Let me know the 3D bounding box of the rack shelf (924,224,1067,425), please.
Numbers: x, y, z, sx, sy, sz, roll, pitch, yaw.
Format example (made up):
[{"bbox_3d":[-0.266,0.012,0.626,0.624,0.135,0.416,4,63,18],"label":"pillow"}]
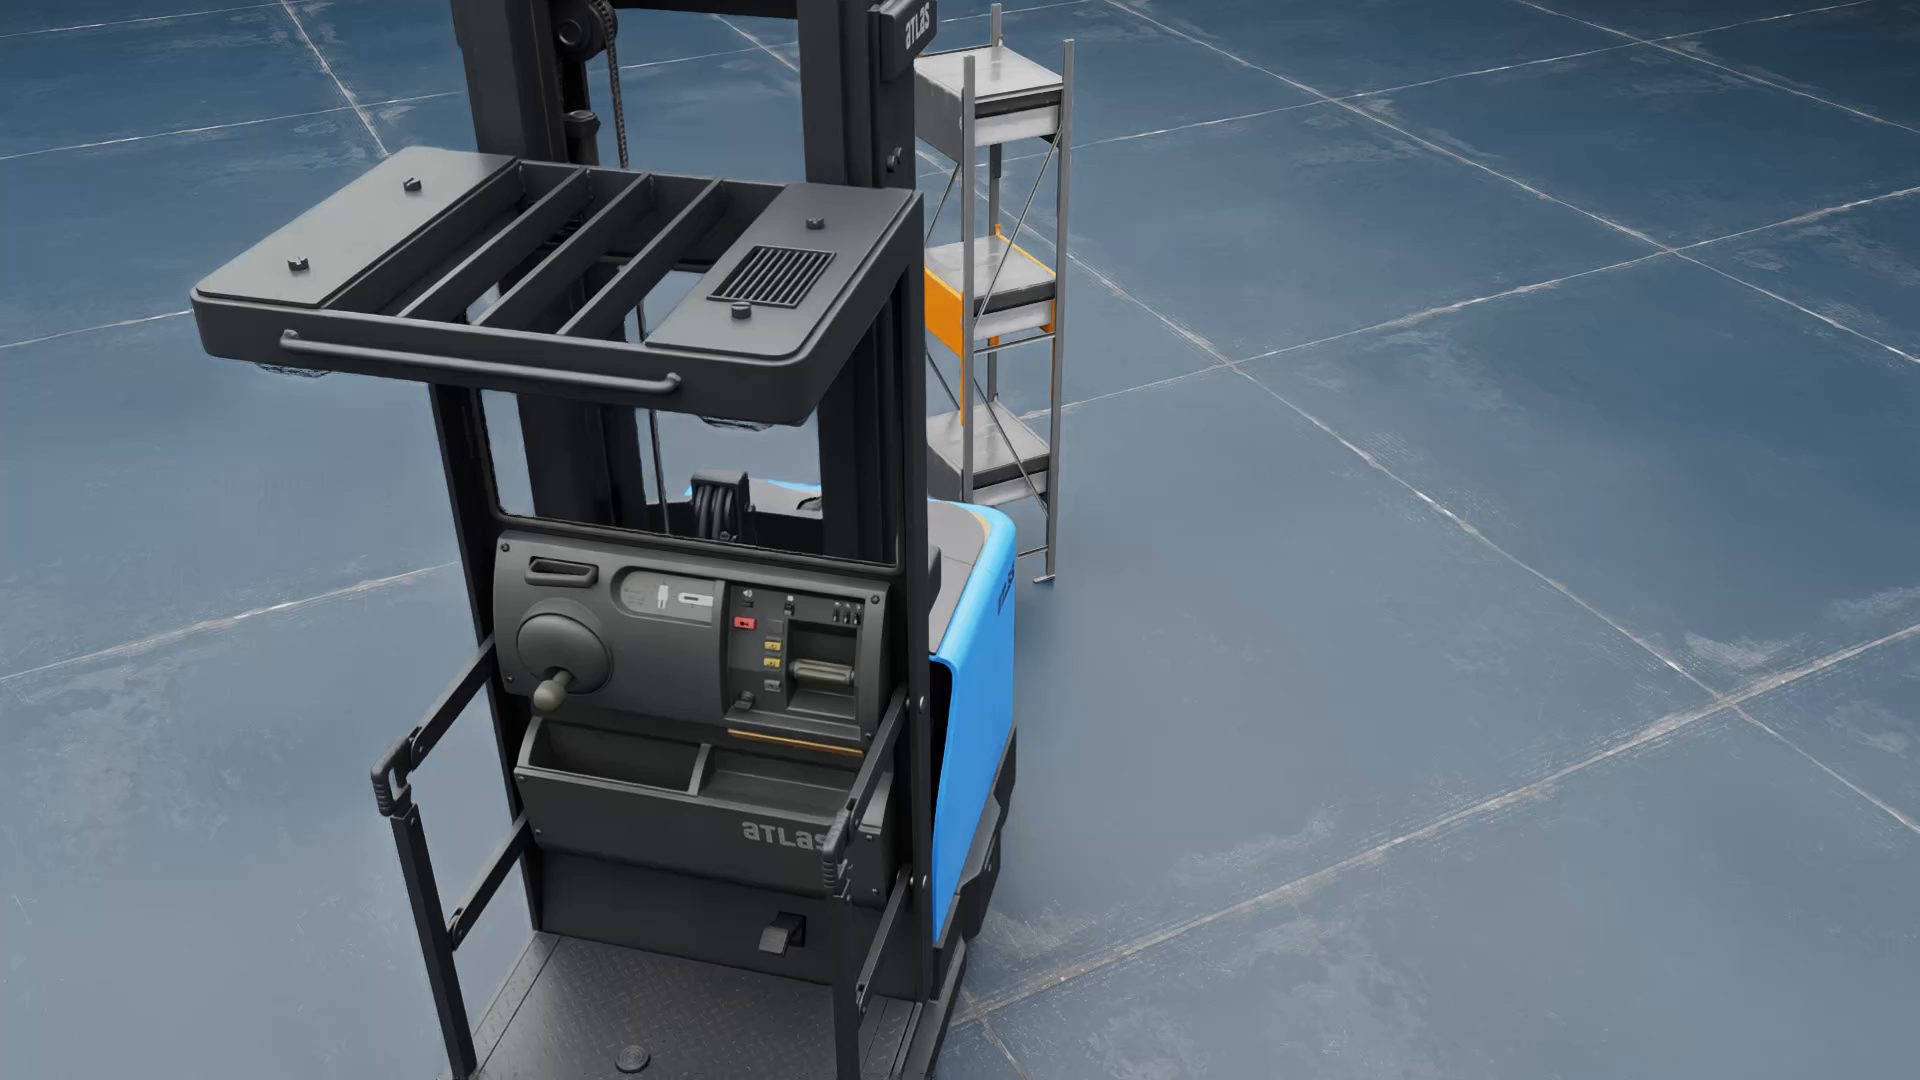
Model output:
[{"bbox_3d":[0.077,-0.794,6.068,0.431,0.518,0.480,-16,36,-23],"label":"rack shelf"}]

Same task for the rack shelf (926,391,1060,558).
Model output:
[{"bbox_3d":[0.077,-0.204,6.445,0.431,0.518,0.480,-16,36,-23],"label":"rack shelf"}]

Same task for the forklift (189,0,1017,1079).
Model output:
[{"bbox_3d":[-0.667,0.287,3.585,1.130,2.935,3.031,7,33,12],"label":"forklift"}]

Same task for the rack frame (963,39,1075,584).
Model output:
[{"bbox_3d":[0.191,-0.689,5.879,0.400,2.100,0.015,-16,36,-23],"label":"rack frame"}]

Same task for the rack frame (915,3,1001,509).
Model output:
[{"bbox_3d":[-0.037,-0.922,6.242,0.400,2.100,0.015,-16,36,-23],"label":"rack frame"}]

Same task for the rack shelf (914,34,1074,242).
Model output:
[{"bbox_3d":[0.077,-1.383,5.690,0.431,0.518,0.480,-16,36,-23],"label":"rack shelf"}]

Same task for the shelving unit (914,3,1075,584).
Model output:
[{"bbox_3d":[0.077,-0.805,6.060,0.431,2.100,0.503,-16,36,-23],"label":"shelving unit"}]
